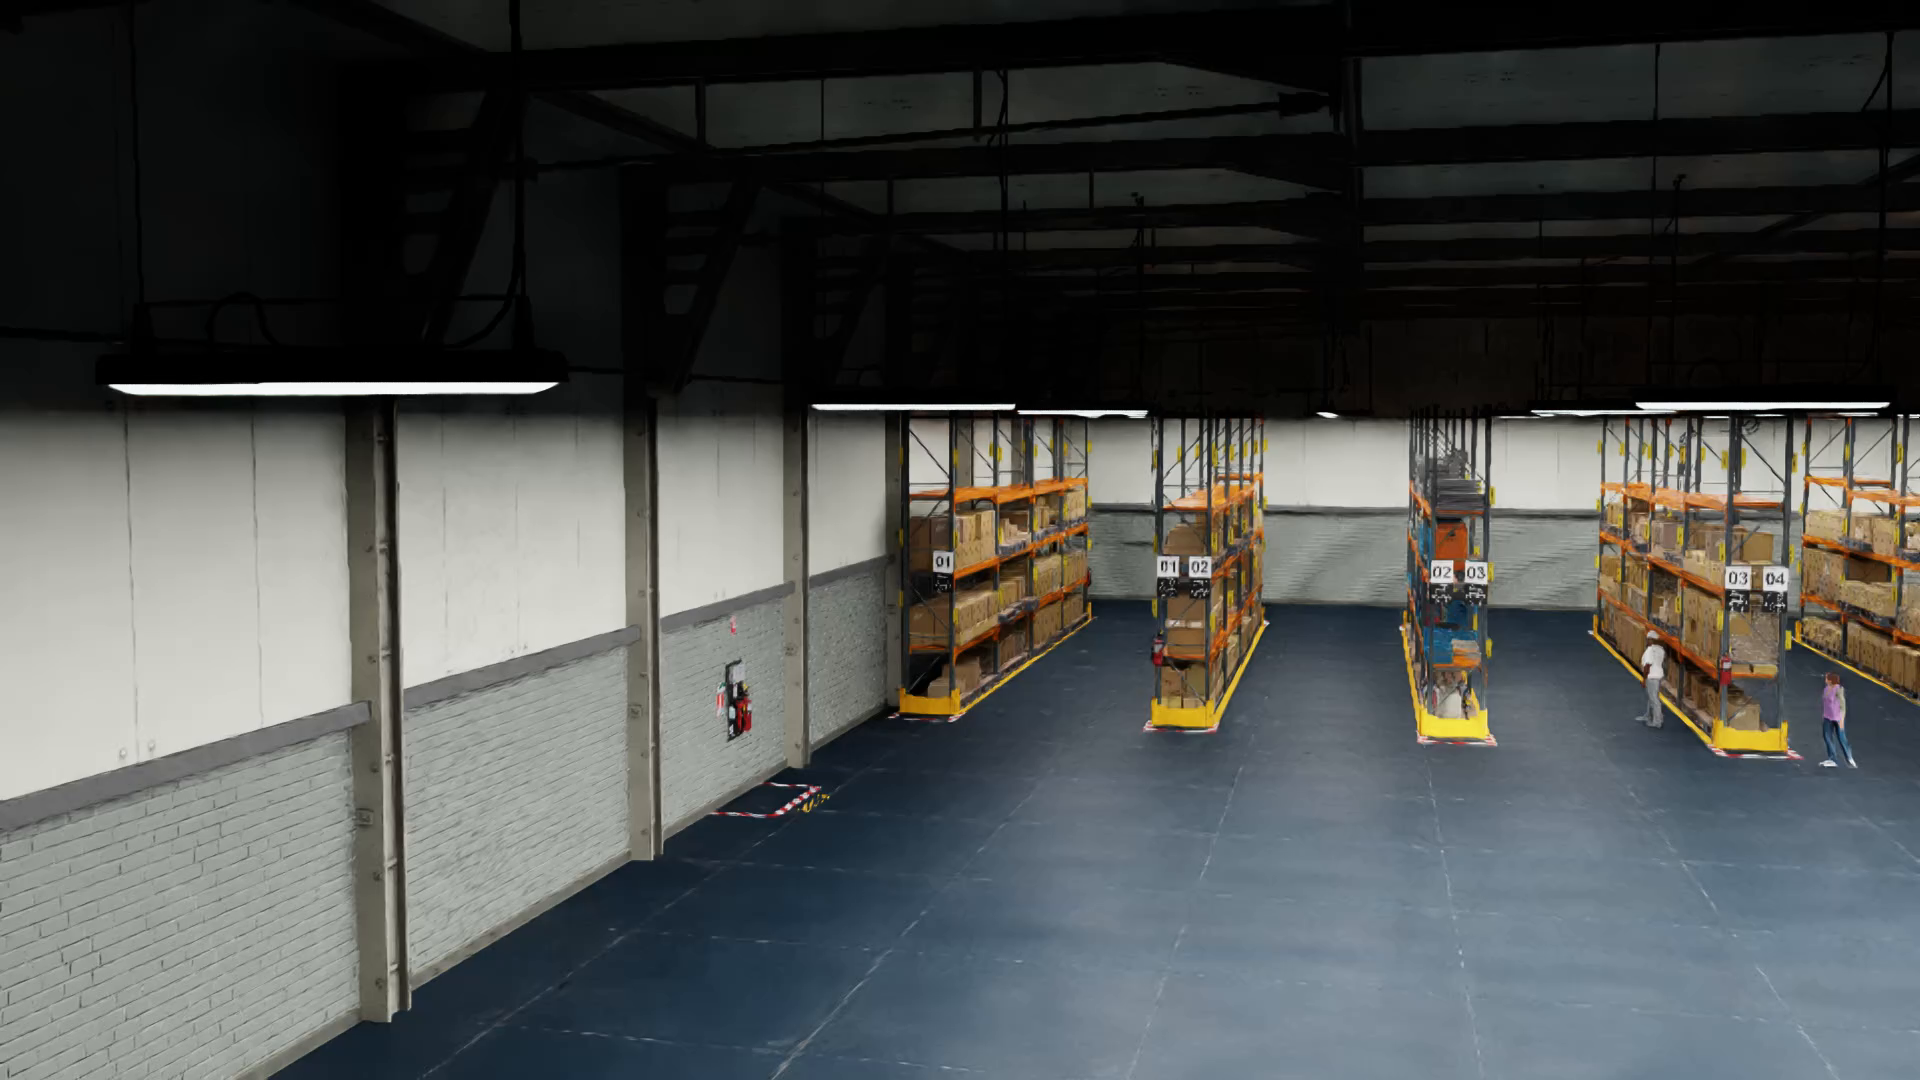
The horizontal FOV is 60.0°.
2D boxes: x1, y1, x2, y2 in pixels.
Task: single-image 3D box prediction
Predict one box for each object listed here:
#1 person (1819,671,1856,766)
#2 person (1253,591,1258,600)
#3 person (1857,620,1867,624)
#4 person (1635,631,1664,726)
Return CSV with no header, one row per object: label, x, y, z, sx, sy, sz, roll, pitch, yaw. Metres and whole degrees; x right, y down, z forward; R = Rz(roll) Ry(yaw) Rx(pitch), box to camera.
person,14.559,2.960,27.562,0.491,1.589,0.515,-1,4,-13
person,8.514,1.347,48.725,0.601,1.777,0.569,-2,4,-22
person,24.166,1.707,44.464,0.448,1.640,0.641,-1,4,-18
person,12.999,2.580,31.310,0.585,1.763,0.679,3,5,40
